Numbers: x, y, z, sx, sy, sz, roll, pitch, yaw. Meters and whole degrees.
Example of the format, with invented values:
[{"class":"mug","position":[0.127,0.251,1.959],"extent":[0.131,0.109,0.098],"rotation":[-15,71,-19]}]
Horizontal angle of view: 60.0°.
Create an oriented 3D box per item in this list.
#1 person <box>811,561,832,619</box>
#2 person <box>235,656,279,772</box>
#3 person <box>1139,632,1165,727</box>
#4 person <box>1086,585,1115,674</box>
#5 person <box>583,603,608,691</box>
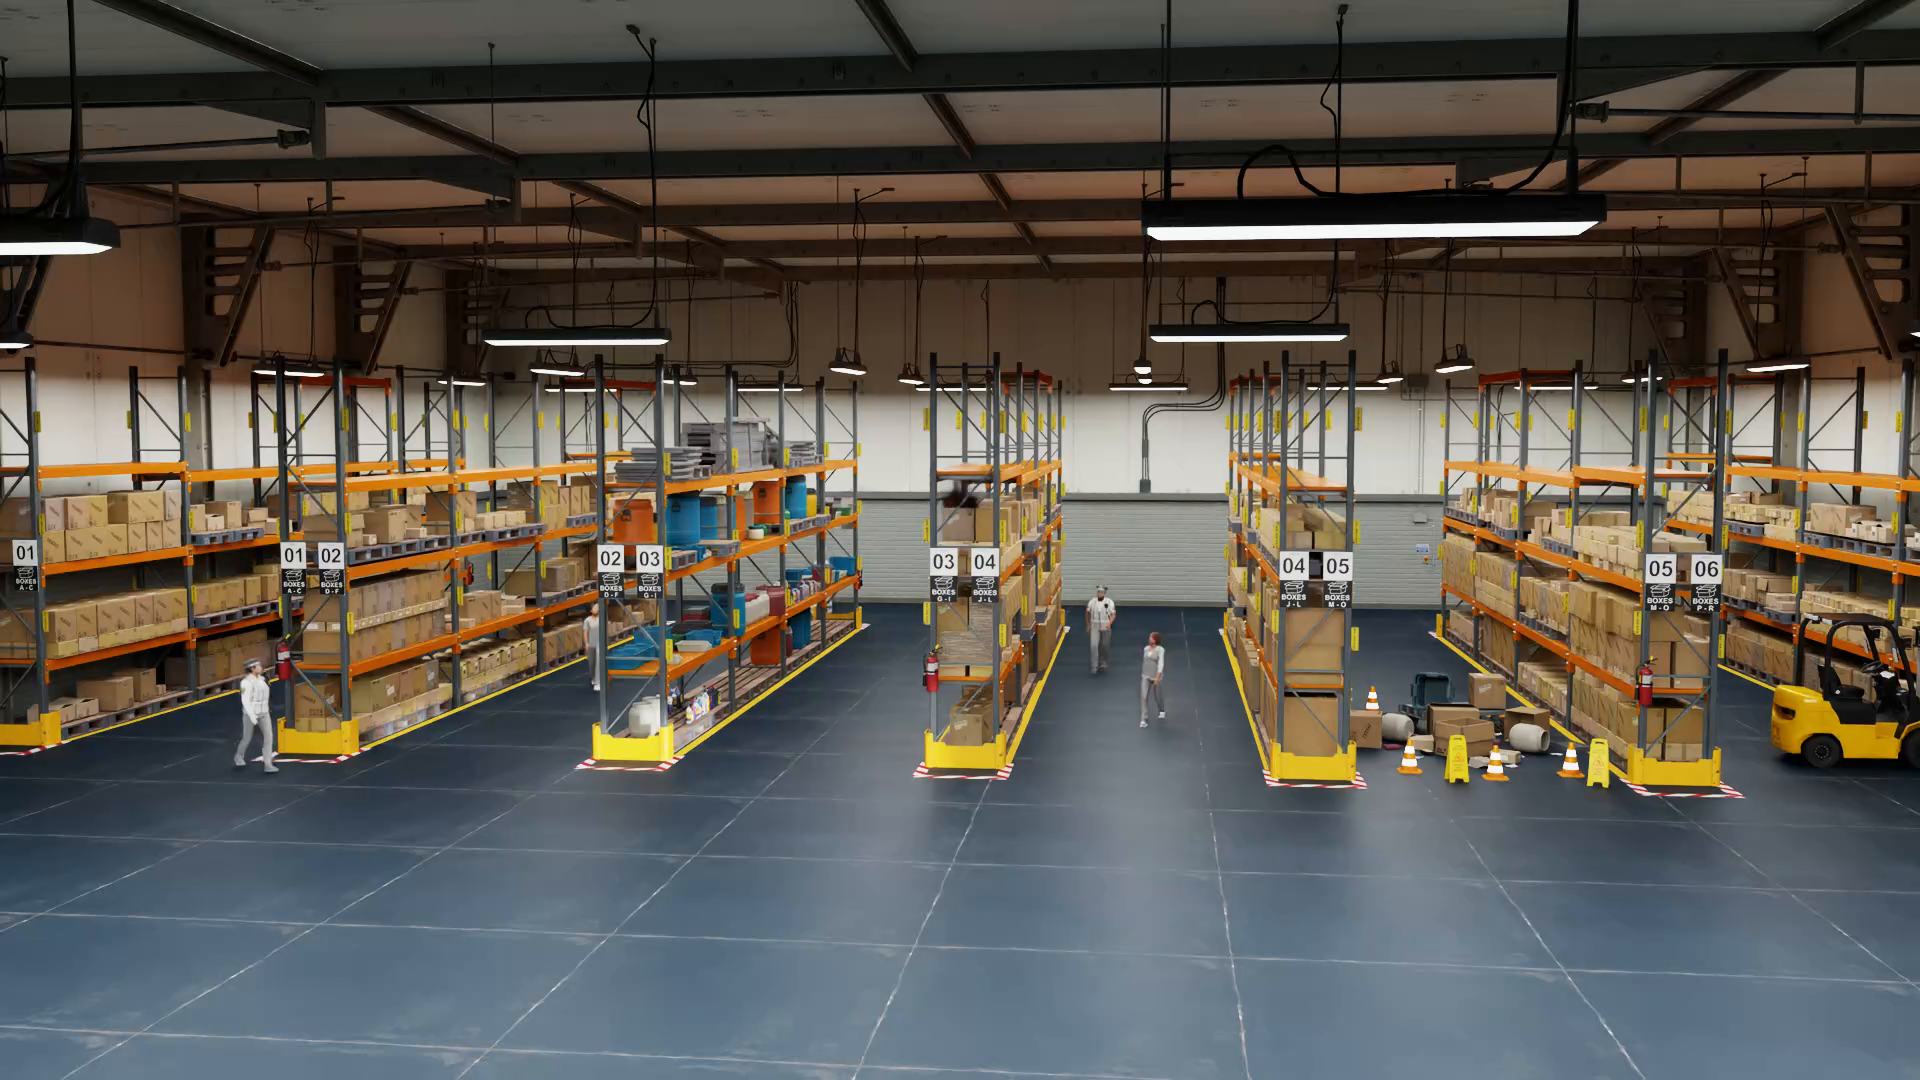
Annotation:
[{"class":"person","position":[-3.556,1.121,42.466],"extent":[0.618,1.734,1.094],"rotation":[1,4,12]},{"class":"person","position":[-10.121,2.492,23.883],"extent":[0.932,1.643,0.491],"rotation":[3,5,35]},{"class":"person","position":[3.186,2.283,27.484],"extent":[0.402,1.534,0.886],"rotation":[1,4,19]},{"class":"person","position":[2.825,1.791,33.479],"extent":[0.598,1.792,0.947],"rotation":[1,4,8]},{"class":"person","position":[-6.852,1.980,31.178],"extent":[0.408,1.621,1.015],"rotation":[0,4,-1]}]
